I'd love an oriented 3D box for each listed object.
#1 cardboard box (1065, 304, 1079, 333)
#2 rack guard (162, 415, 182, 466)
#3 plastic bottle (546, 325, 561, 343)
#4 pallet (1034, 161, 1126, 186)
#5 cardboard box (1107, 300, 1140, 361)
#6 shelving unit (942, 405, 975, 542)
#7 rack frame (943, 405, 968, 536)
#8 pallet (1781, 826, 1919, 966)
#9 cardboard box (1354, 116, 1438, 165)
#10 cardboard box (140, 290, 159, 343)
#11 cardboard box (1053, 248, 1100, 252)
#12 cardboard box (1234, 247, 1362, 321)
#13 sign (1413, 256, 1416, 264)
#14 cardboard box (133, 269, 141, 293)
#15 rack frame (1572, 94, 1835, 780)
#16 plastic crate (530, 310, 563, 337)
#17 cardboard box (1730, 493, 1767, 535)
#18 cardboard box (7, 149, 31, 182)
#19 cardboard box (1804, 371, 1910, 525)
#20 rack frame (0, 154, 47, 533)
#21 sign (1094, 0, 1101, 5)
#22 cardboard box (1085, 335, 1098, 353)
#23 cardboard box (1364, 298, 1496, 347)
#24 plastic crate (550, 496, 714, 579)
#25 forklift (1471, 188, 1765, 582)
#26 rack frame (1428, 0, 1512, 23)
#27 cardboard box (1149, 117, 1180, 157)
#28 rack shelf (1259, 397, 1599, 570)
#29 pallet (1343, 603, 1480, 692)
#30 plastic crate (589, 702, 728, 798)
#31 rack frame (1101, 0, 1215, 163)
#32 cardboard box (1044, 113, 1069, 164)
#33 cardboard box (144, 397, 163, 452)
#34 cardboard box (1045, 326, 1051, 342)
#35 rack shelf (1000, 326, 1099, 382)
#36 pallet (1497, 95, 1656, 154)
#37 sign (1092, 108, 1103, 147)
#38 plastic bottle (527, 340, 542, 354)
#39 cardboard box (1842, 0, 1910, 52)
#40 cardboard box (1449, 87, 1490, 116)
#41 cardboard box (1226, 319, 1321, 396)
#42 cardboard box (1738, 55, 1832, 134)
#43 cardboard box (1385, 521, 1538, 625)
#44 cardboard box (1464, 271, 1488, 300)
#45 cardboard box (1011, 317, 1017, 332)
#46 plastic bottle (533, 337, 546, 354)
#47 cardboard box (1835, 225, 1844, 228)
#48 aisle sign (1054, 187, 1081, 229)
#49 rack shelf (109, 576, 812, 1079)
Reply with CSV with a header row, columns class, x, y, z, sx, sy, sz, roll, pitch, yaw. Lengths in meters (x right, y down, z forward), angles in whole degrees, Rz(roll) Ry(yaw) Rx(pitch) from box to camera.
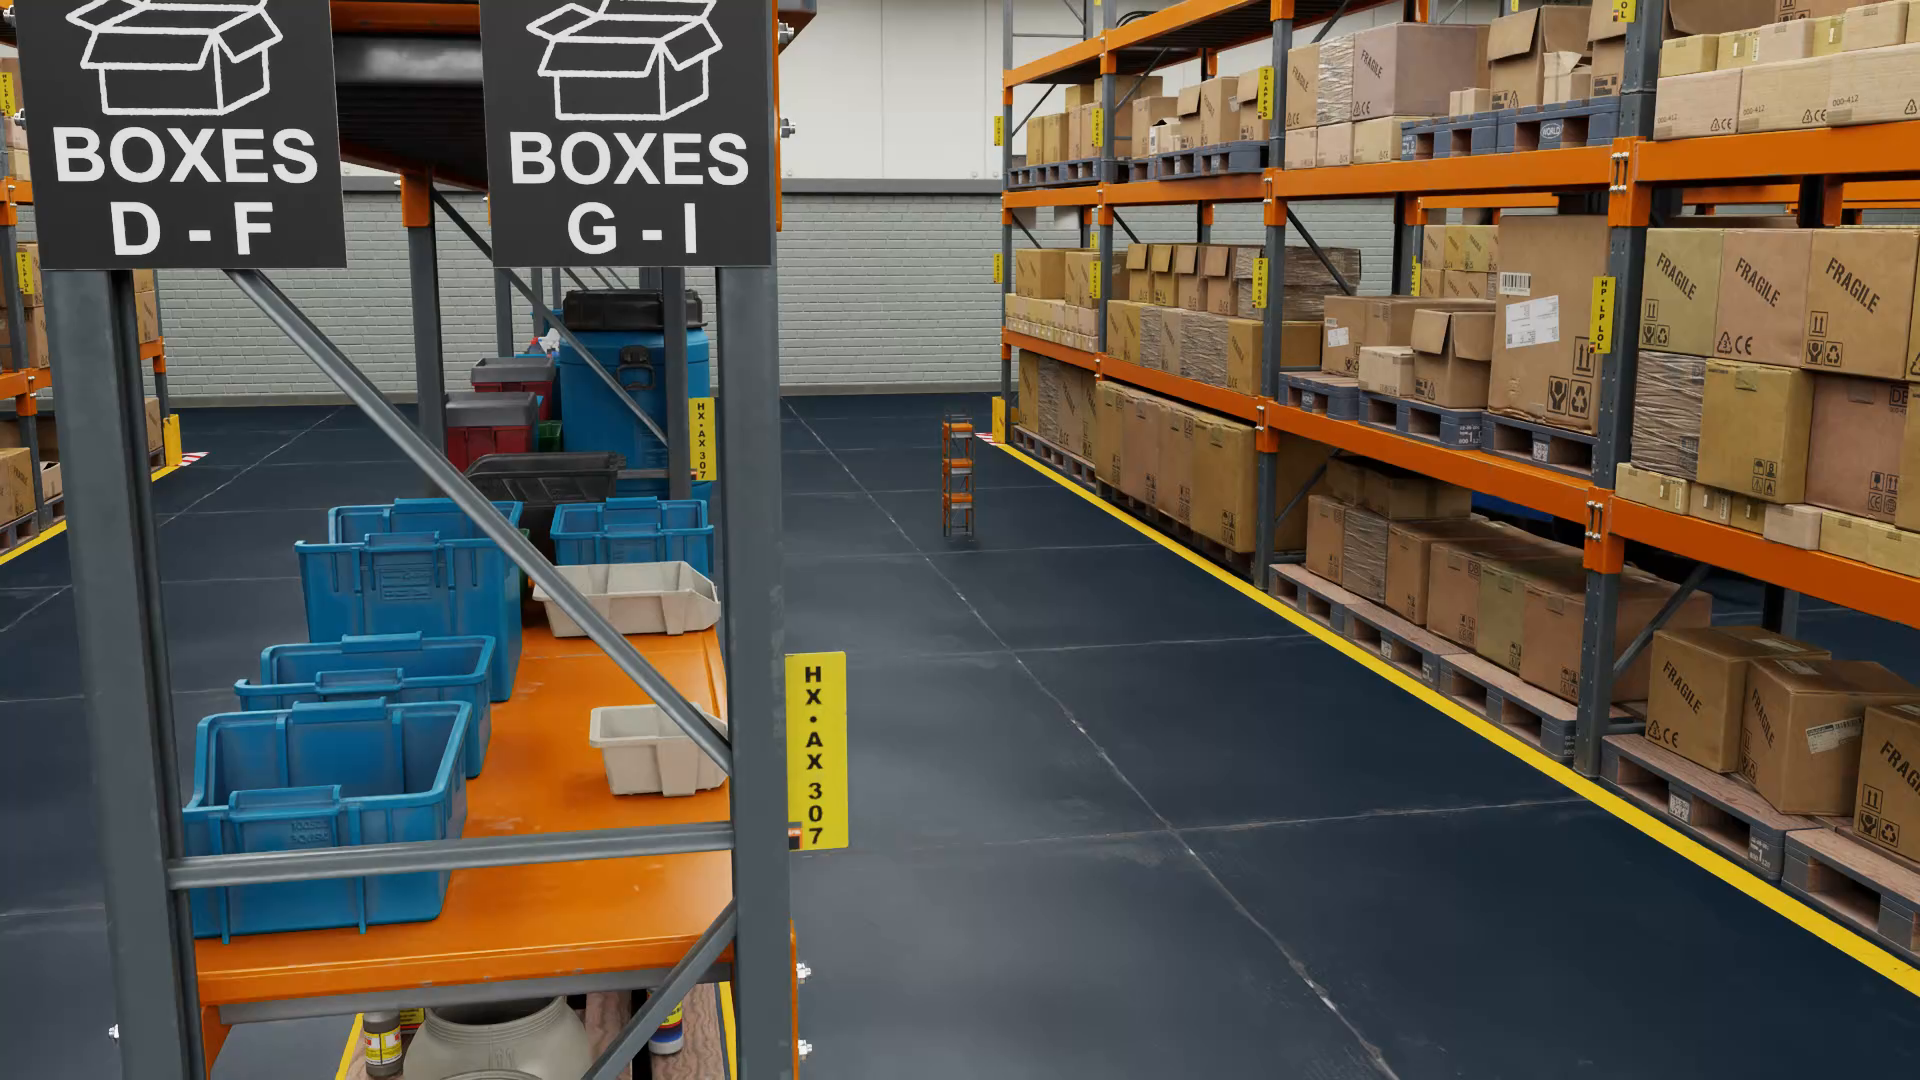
class,x,y,z,sx,sy,sz,roll,pitch,yaw
cardboard box,1.307,-2.126,15.949,0.500,0.250,0.500,-2,11,-9
rack guard,-8.728,-1.019,17.215,1.175,0.500,0.348,-2,11,-11
plastic bottle,-3.346,-1.599,13.707,0.144,0.351,0.185,-2,11,-11
pallet,1.371,-3.691,16.780,1.003,0.211,1.213,-2,11,-11
cardboard box,1.598,-1.843,14.589,0.500,0.500,0.500,-2,11,-11
shelving unit,-0.010,-0.526,13.150,0.215,1.050,0.252,-2,11,-11
rack frame,-0.034,-0.548,13.267,0.200,1.050,0.008,-2,11,-11
pallet,3.715,1.296,5.822,1.003,0.211,1.213,-2,11,-11
cardboard box,2.582,-2.270,9.478,0.500,0.250,0.500,-2,11,-10
cardboard box,-8.388,-2.238,16.665,0.500,0.500,0.500,-2,11,-9
cardboard box,1.328,-2.982,18.440,0.500,0.500,0.500,-2,11,-10
cardboard box,2.405,-1.830,11.839,0.797,0.503,0.637,-2,11,-9
sign,5.328,-3.188,19.609,0.100,0.325,0.005,-2,11,-11
cardboard box,-8.287,-2.637,16.088,0.500,0.500,0.500,-2,11,-9
rack frame,3.309,-0.420,7.380,1.000,3.000,0.127,-2,11,-11
plastic crate,-3.530,-1.802,14.523,0.392,0.384,0.575,-2,11,-11
cardboard box,3.226,-0.109,6.421,0.380,0.149,0.250,-2,11,-11
cardboard box,-7.816,-3.026,13.449,0.500,0.250,0.500,-2,11,-11
cardboard box,3.595,-0.349,5.947,0.875,0.500,0.500,-2,11,-11
rack frame,-7.964,-1.528,13.200,1.000,3.000,0.127,-2,11,-11
sign,1.511,-6.083,18.378,0.100,0.325,0.005,-2,11,-11
cardboard box,1.373,-1.808,15.344,0.380,0.149,0.250,-2,11,-11
cardboard box,2.882,-1.213,10.154,0.700,0.500,0.500,0,11,-3
plastic crate,-1.067,0.026,5.433,0.499,0.251,0.616,-2,11,-11
forklift,4.987,-1.221,11.773,1.130,2.935,3.031,-5,12,-23
rack frame,5.860,-5.730,19.233,1.000,3.000,0.127,-2,11,-11
cardboard box,1.879,-3.319,13.703,0.500,0.311,0.500,-3,11,-13
rack shelf,2.920,-0.433,9.375,1.077,0.370,4.000,-2,11,-11
pallet,2.916,0.583,9.569,1.003,0.211,1.213,-2,11,-11
plastic crate,-0.629,0.448,3.528,0.298,0.136,0.250,-2,11,-11
rack frame,1.754,-4.834,14.528,1.000,3.000,0.127,-2,11,-11
cardboard box,1.269,-4.105,17.060,0.700,0.500,0.500,-3,11,-15
cardboard box,-8.395,-1.159,16.770,0.500,0.500,0.500,-2,11,-11
cardboard box,1.074,-2.090,16.827,0.380,0.149,0.250,-2,11,-10
rack shelf,1.365,-1.901,17.084,1.077,0.370,4.000,-2,11,-11
pallet,3.294,-1.918,7.733,1.213,0.211,1.003,-2,11,-11
sign,1.209,-3.633,14.645,0.100,0.325,0.005,-2,11,-11
plastic bottle,-3.036,-1.248,11.864,0.144,0.351,0.185,-2,11,-11
cardboard box,3.277,-1.752,5.694,0.380,0.149,0.250,-2,11,-12
cardboard box,2.847,-2.325,8.870,0.380,0.166,0.250,-2,11,-13
cardboard box,2.192,-1.284,11.653,0.500,0.500,0.500,-2,11,-9
cardboard box,3.254,-1.631,6.122,0.500,0.250,0.500,-2,11,-12
cardboard box,2.919,0.185,9.708,0.700,0.500,0.500,-1,11,-6
cardboard box,5.889,-2.698,18.286,0.500,0.500,0.500,-2,11,-10
cardboard box,0.772,-2.373,18.315,0.380,0.149,0.250,-2,11,-12
plastic bottle,-3.098,-1.307,12.171,0.144,0.351,0.185,-2,11,-11
cardboard box,10.553,-3.668,19.767,0.380,0.149,0.250,-2,11,-9
aisle sign,1.256,-3.922,18.827,0.394,0.787,0.004,-2,11,-11
rack shelf,-1.160,0.480,4.574,1.077,0.370,4.000,-2,11,-11
